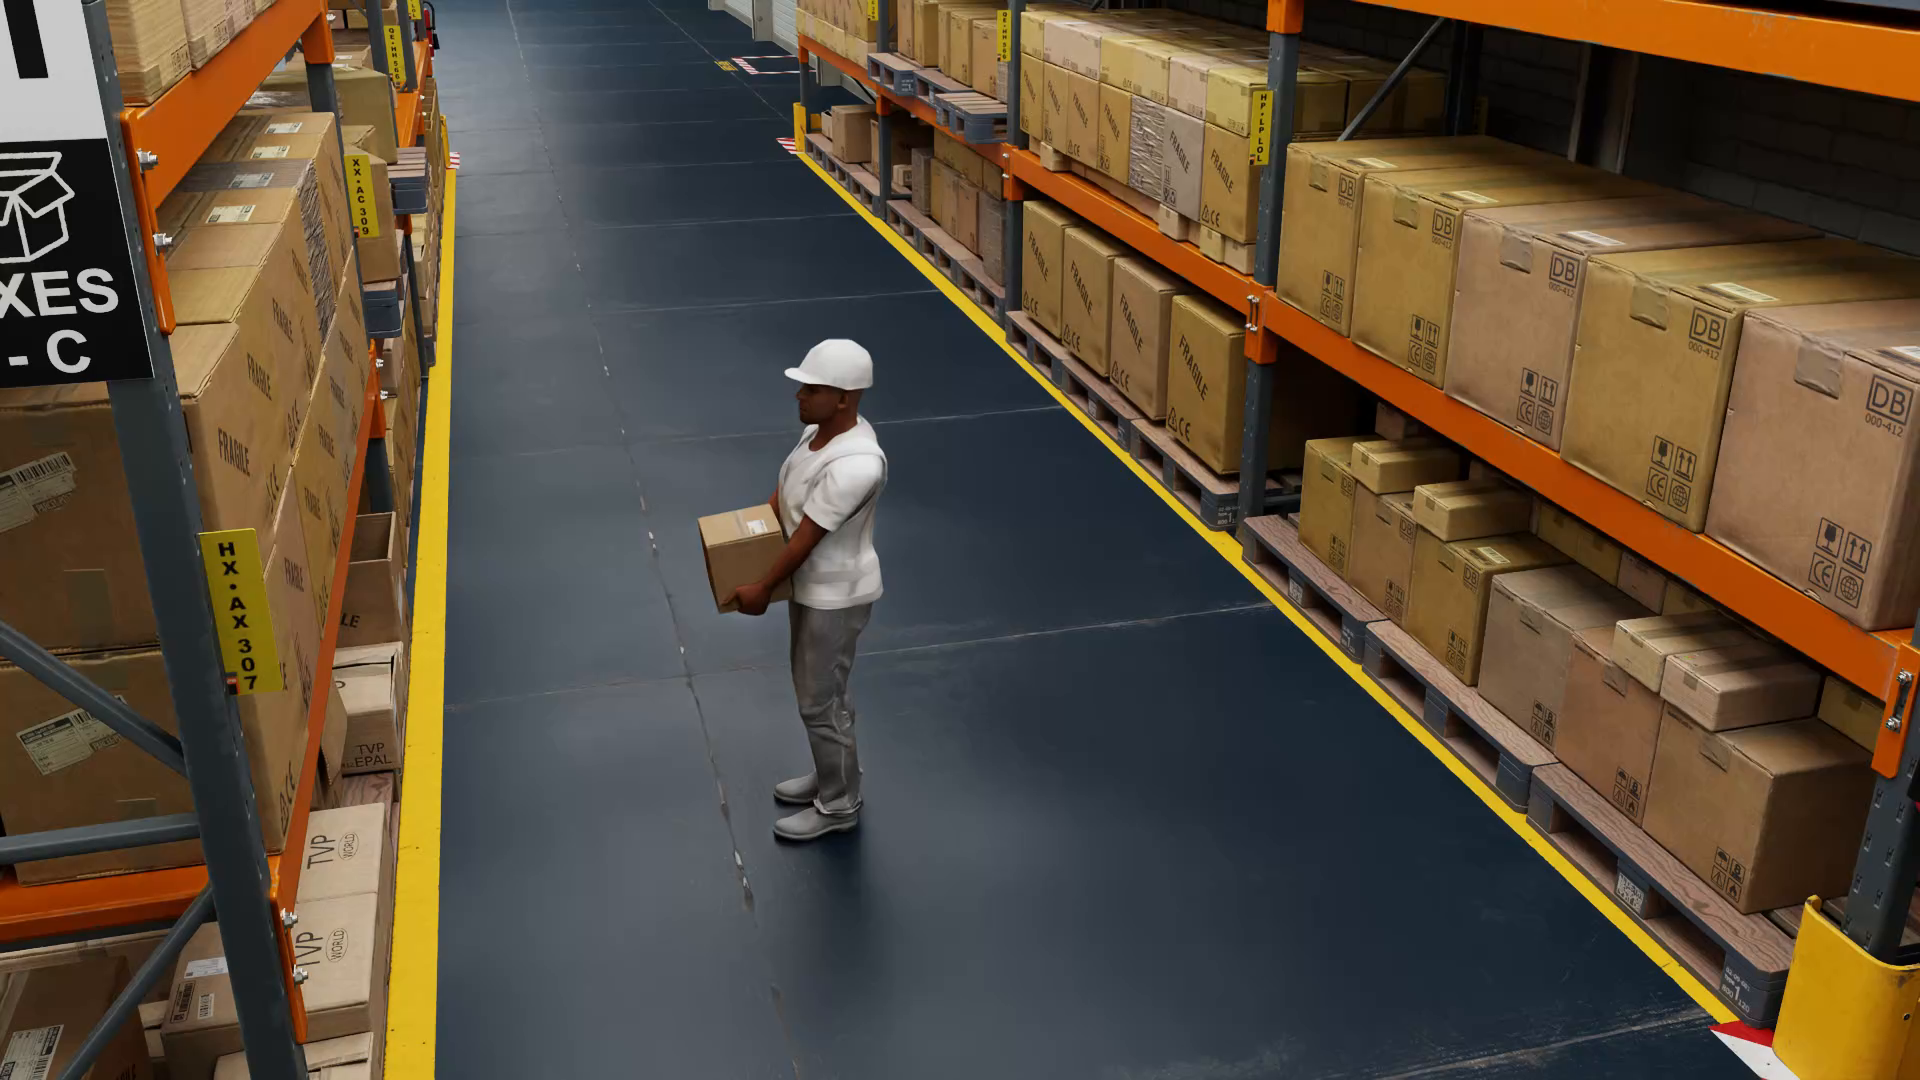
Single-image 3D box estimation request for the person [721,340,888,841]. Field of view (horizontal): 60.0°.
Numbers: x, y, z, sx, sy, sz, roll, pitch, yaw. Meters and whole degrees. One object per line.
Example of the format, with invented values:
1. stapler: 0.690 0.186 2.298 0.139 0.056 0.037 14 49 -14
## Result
1. person: -0.536 0.185 5.631 0.569 1.760 0.504 -6 23 -14
